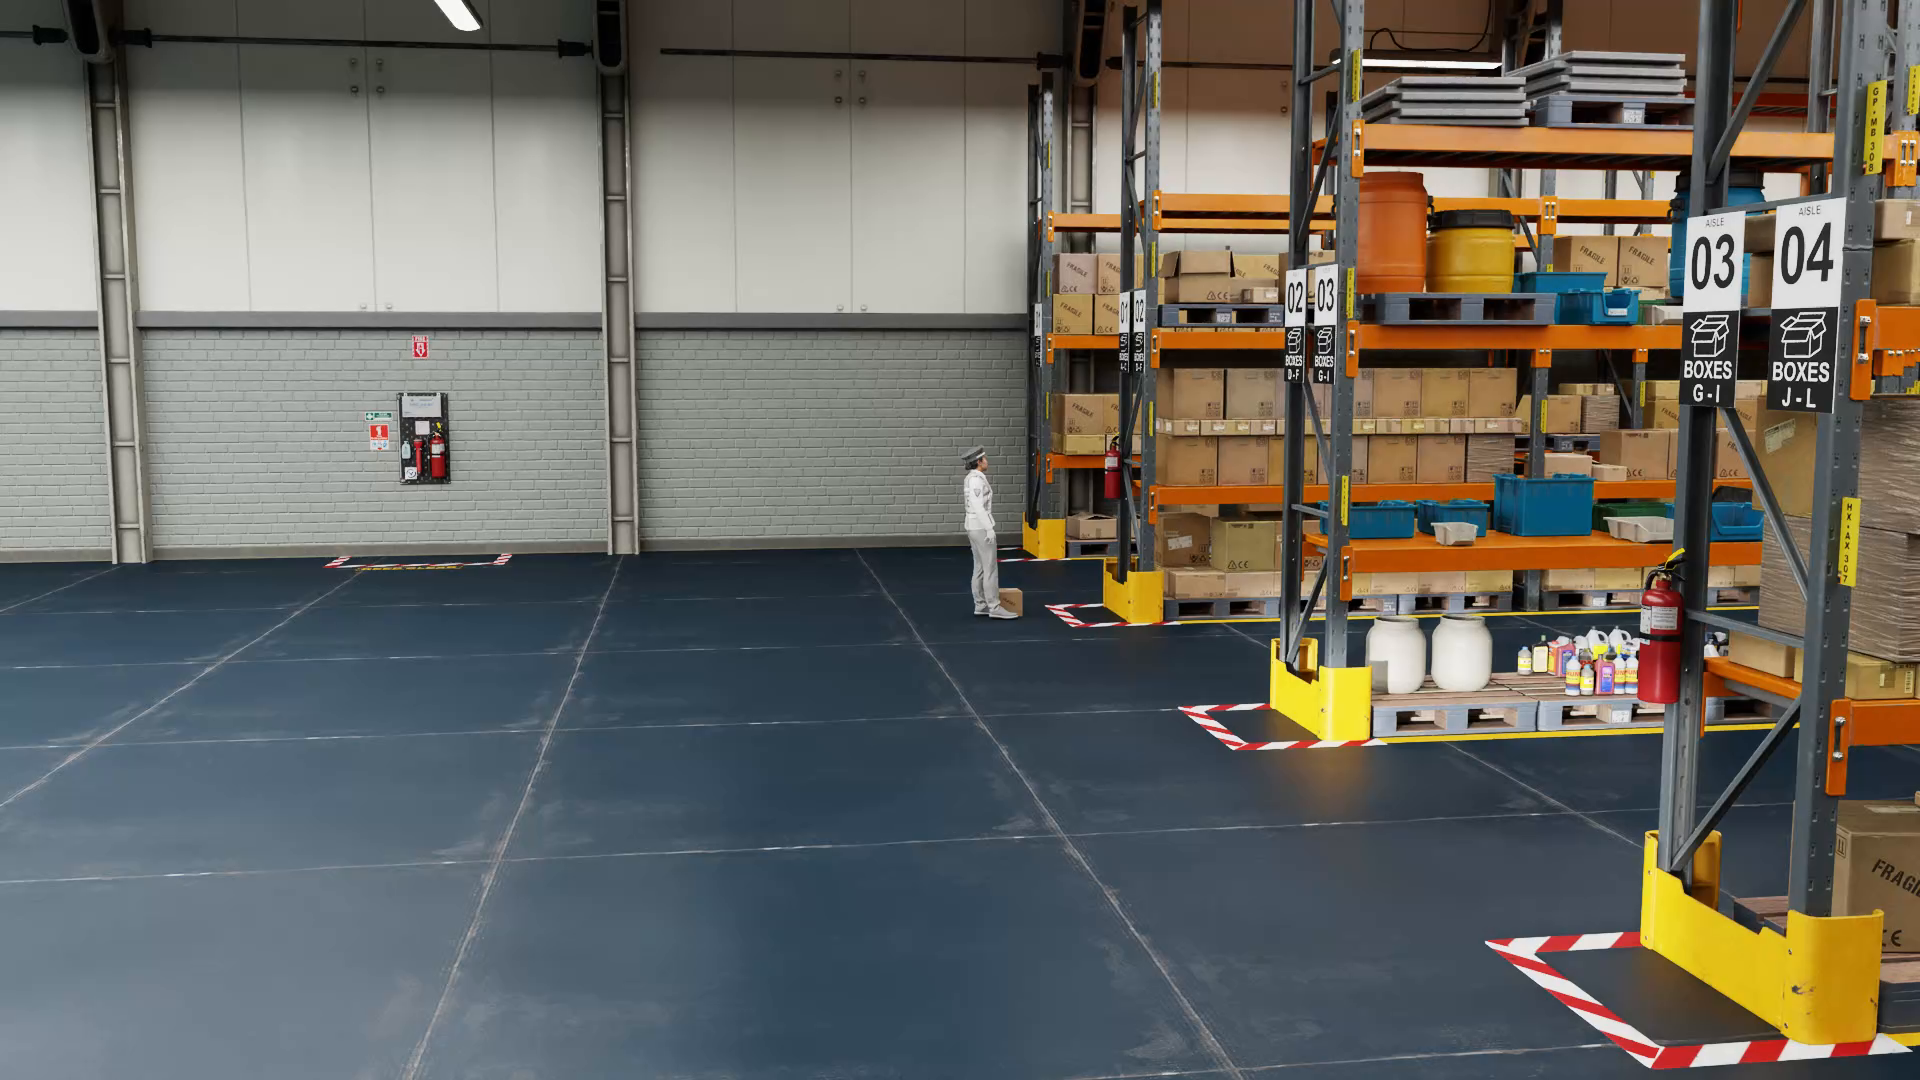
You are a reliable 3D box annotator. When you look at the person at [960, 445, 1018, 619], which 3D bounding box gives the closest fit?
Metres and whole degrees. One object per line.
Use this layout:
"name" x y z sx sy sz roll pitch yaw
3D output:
"person" 0.276 -0.095 16.436 0.529 1.694 0.587 -1 7 -9
